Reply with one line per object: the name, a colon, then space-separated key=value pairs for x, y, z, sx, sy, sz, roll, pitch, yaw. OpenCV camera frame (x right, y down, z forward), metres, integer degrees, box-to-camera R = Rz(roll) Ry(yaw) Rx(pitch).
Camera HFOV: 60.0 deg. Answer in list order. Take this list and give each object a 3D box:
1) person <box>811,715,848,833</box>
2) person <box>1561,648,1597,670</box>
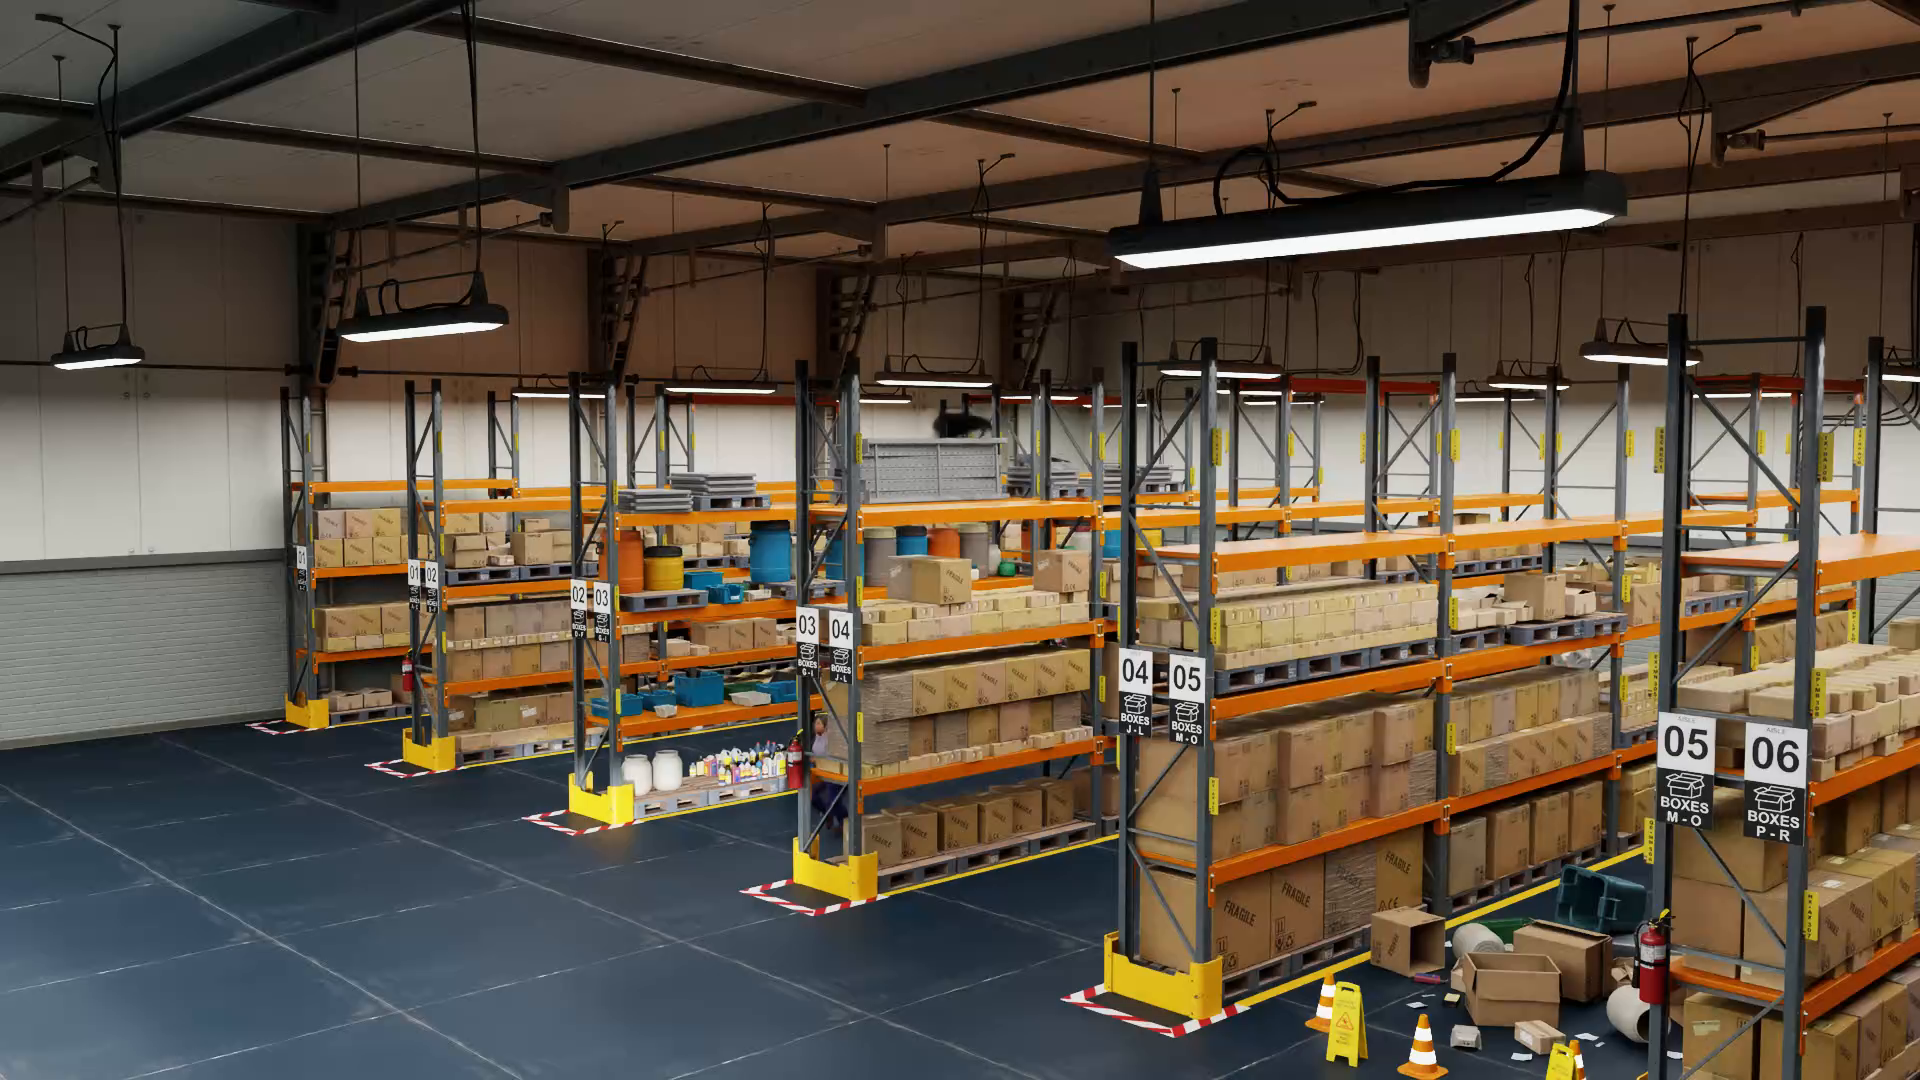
person: x=-1.685 y=2.992 z=21.240 sx=0.746 sy=1.553 sz=0.558 roll=-4 pitch=5 yaw=-44
person: x=11.184 y=2.473 z=29.917 sx=0.629 sy=1.549 sz=0.510 roll=-2 pitch=4 yaw=-28
